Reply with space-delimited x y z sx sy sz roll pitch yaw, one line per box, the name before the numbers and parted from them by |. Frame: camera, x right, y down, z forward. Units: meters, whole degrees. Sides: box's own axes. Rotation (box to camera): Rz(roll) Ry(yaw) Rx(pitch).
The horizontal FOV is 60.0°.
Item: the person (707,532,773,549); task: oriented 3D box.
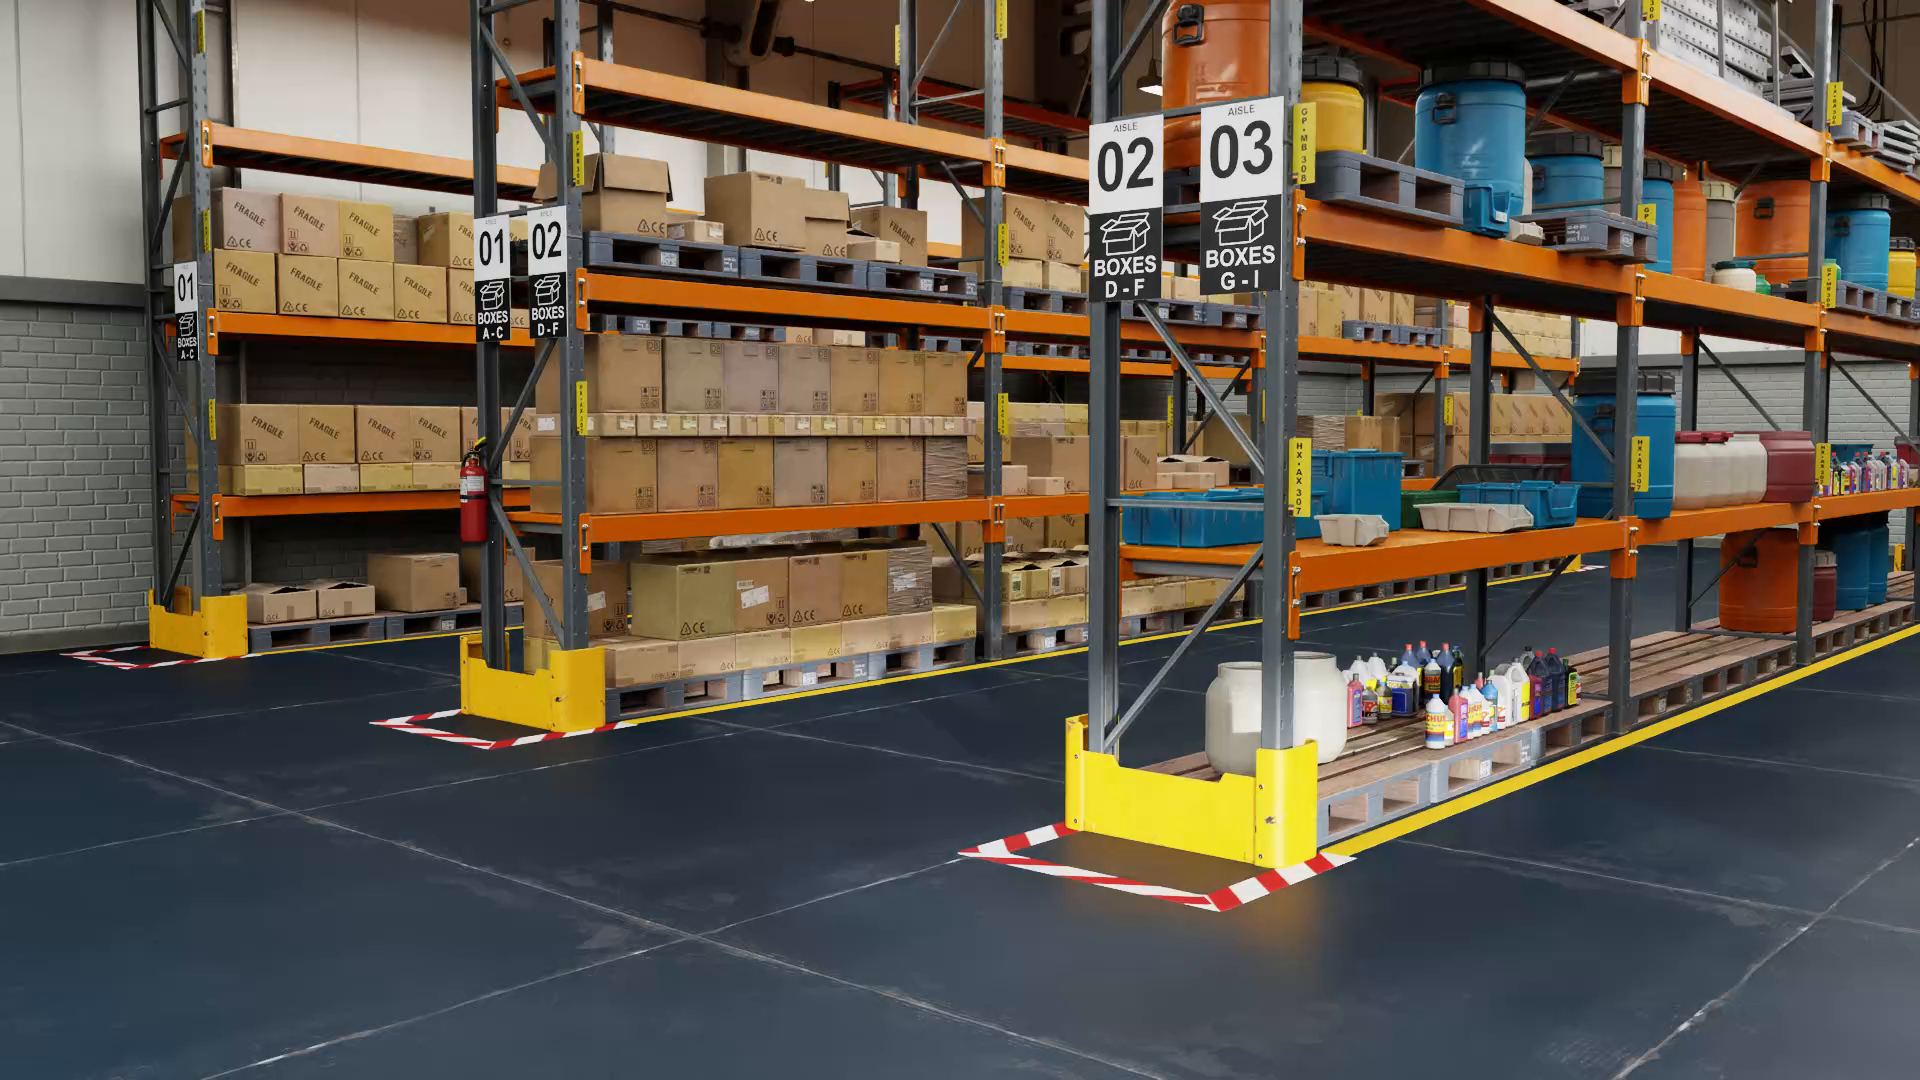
person | -1.884 0.076 13.930 0.499 1.635 0.954 3 5 43
